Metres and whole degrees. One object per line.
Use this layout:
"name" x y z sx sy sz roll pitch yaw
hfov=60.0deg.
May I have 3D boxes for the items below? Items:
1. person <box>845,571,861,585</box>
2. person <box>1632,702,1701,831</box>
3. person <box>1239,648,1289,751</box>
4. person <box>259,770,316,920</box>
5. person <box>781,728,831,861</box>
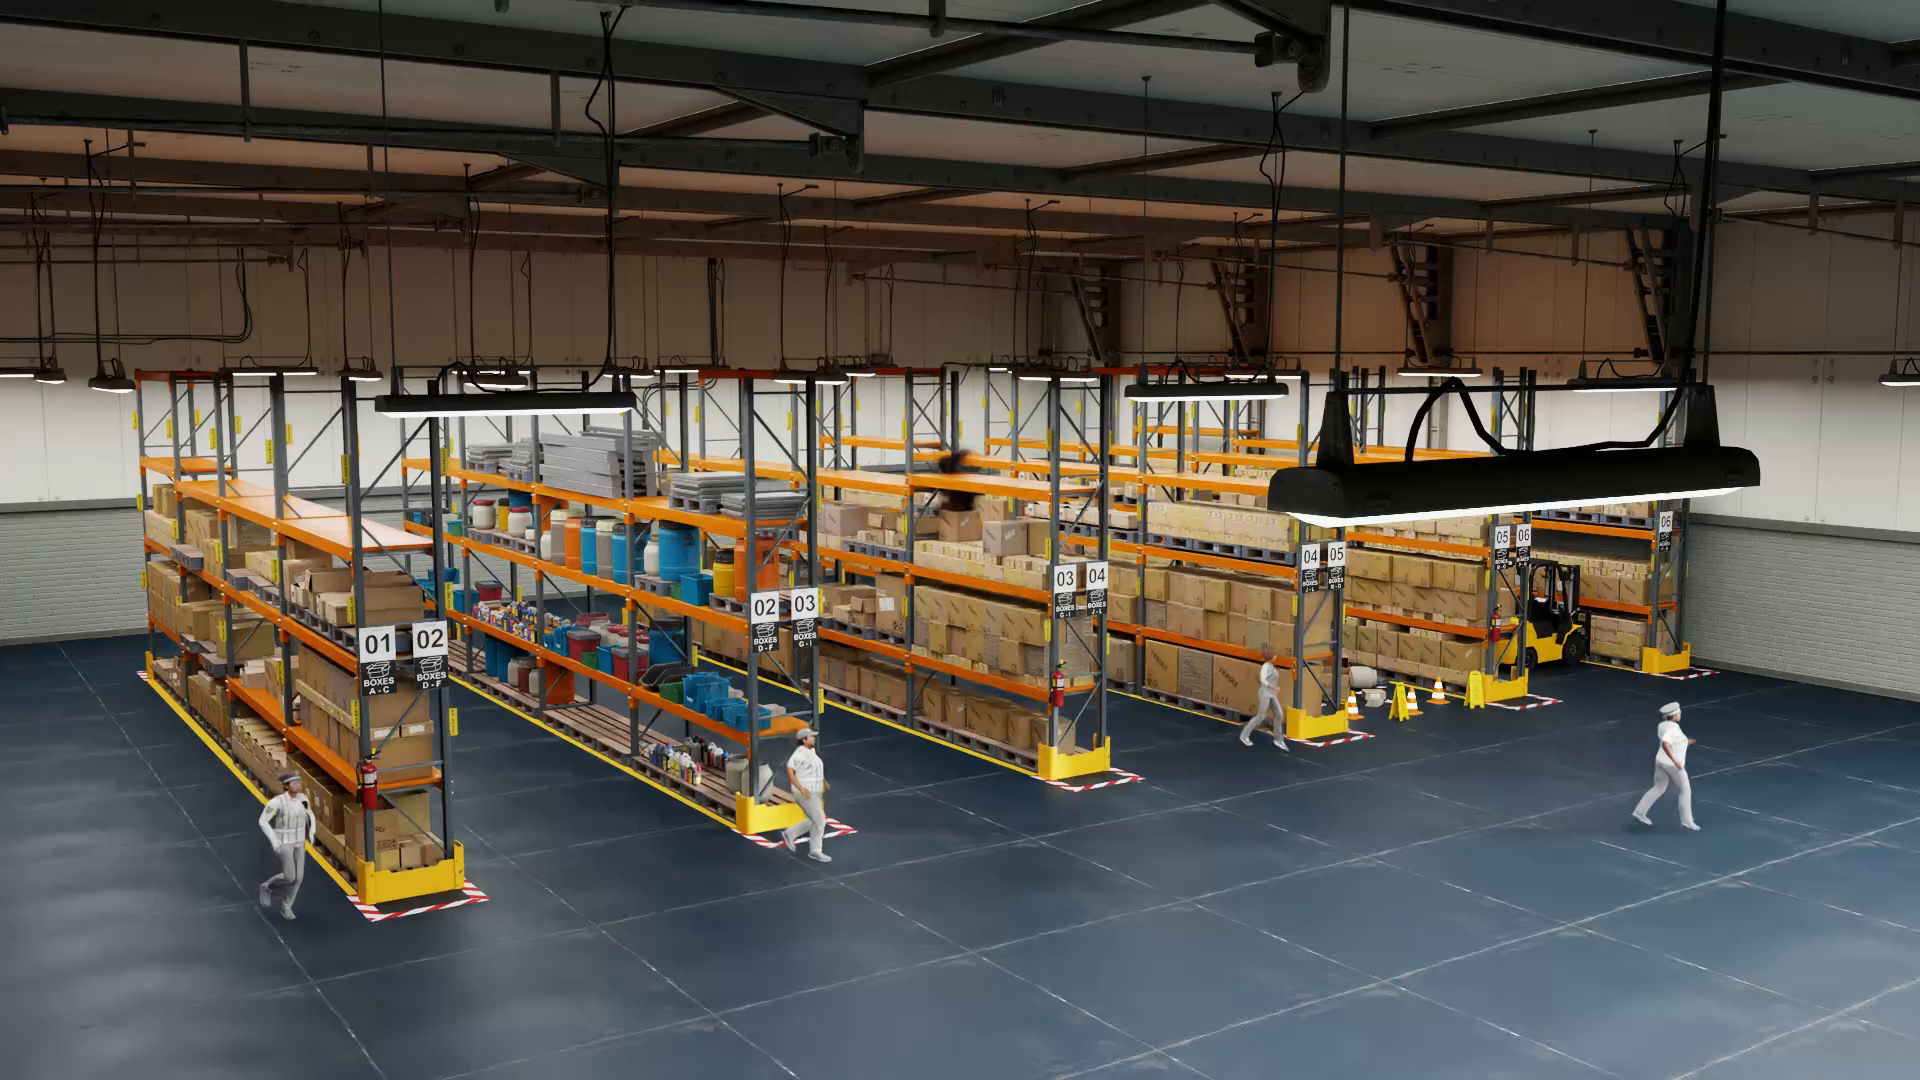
"person" -2.847 0.787 42.524 0.639 1.532 0.707 -3 7 -26
"person" 9.397 2.995 21.996 0.855 1.721 0.562 -1 6 -7
"person" 4.941 2.542 26.702 0.783 1.588 0.611 3 7 26
"person" -7.565 3.420 18.789 0.544 1.673 0.628 4 8 32
"person" -1.915 3.183 20.900 0.674 1.646 0.647 1 7 12
